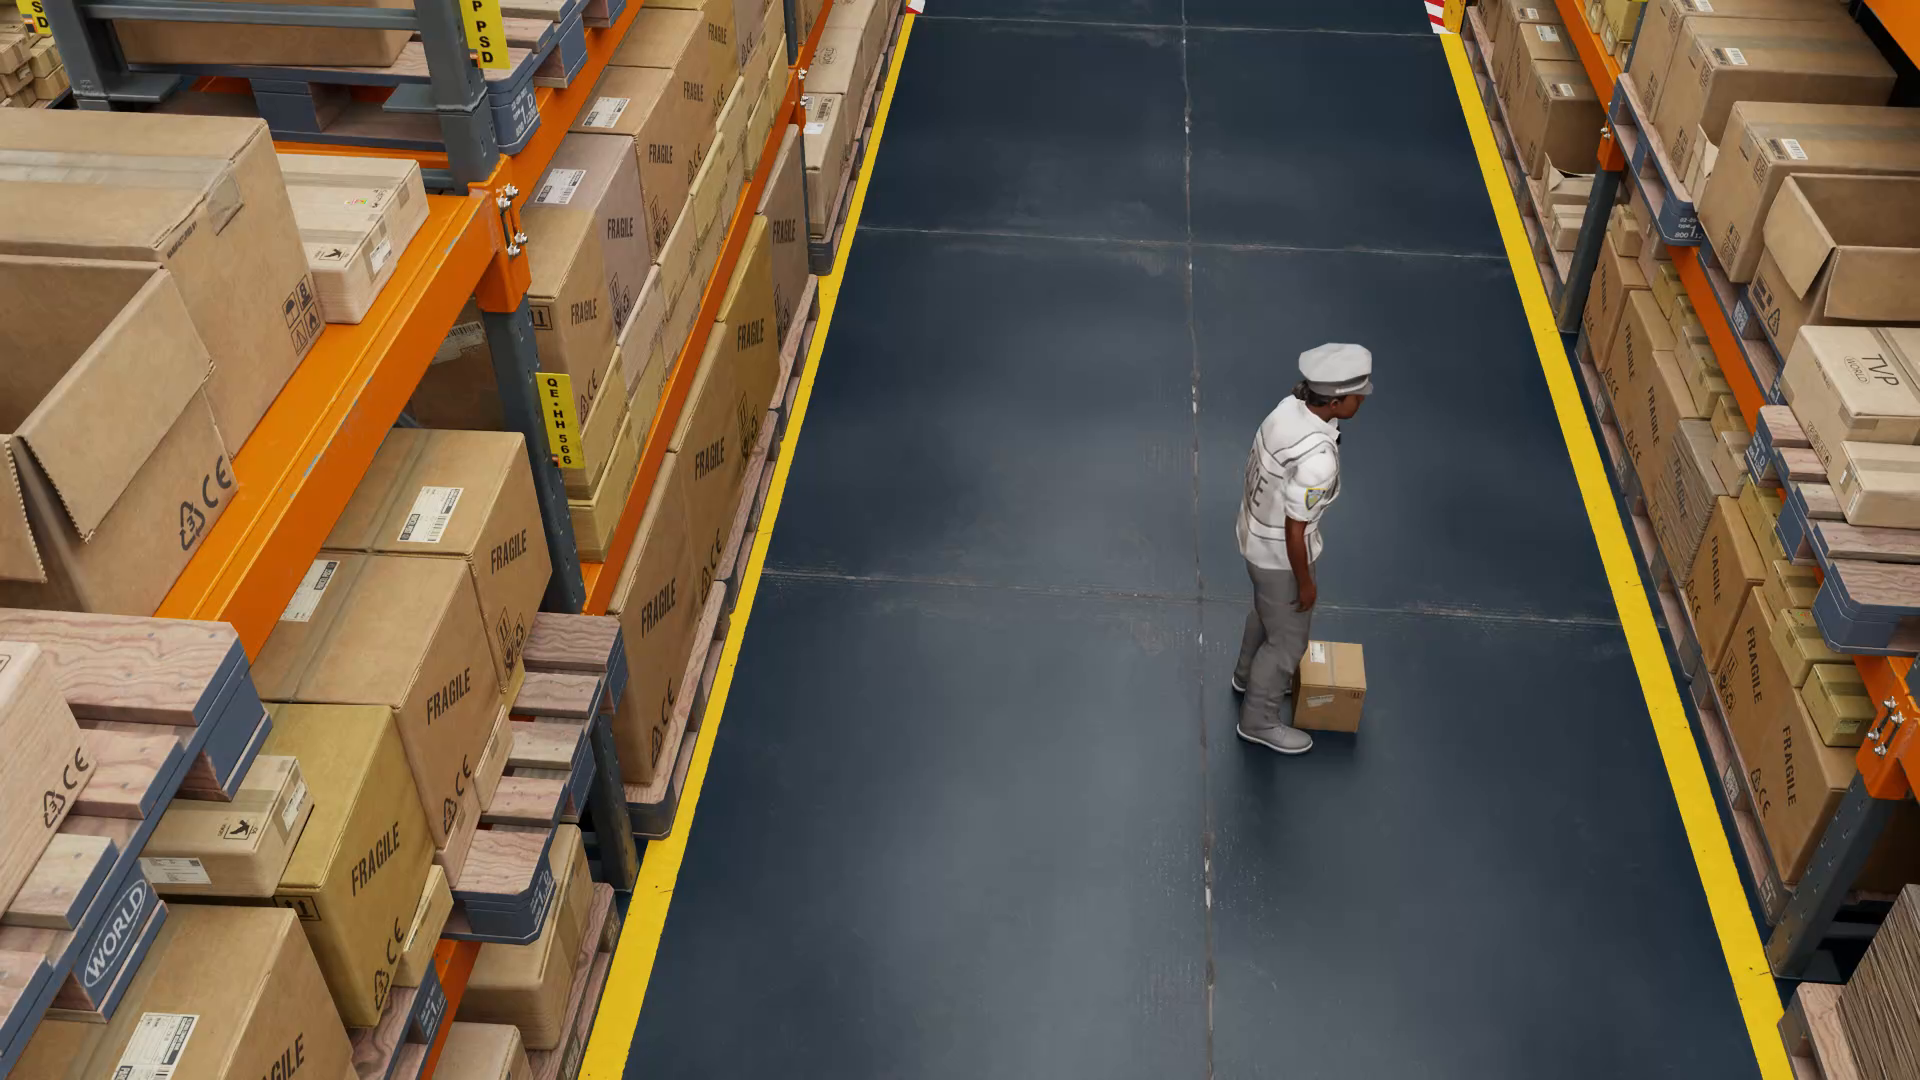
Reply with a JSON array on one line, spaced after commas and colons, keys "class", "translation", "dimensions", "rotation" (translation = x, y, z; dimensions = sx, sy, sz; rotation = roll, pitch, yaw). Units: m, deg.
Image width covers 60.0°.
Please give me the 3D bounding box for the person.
[{"class": "person", "translation": [1.216, 0.030, 6.118], "dimensions": [0.393, 1.663, 0.532], "rotation": [1, 40, 1]}]
